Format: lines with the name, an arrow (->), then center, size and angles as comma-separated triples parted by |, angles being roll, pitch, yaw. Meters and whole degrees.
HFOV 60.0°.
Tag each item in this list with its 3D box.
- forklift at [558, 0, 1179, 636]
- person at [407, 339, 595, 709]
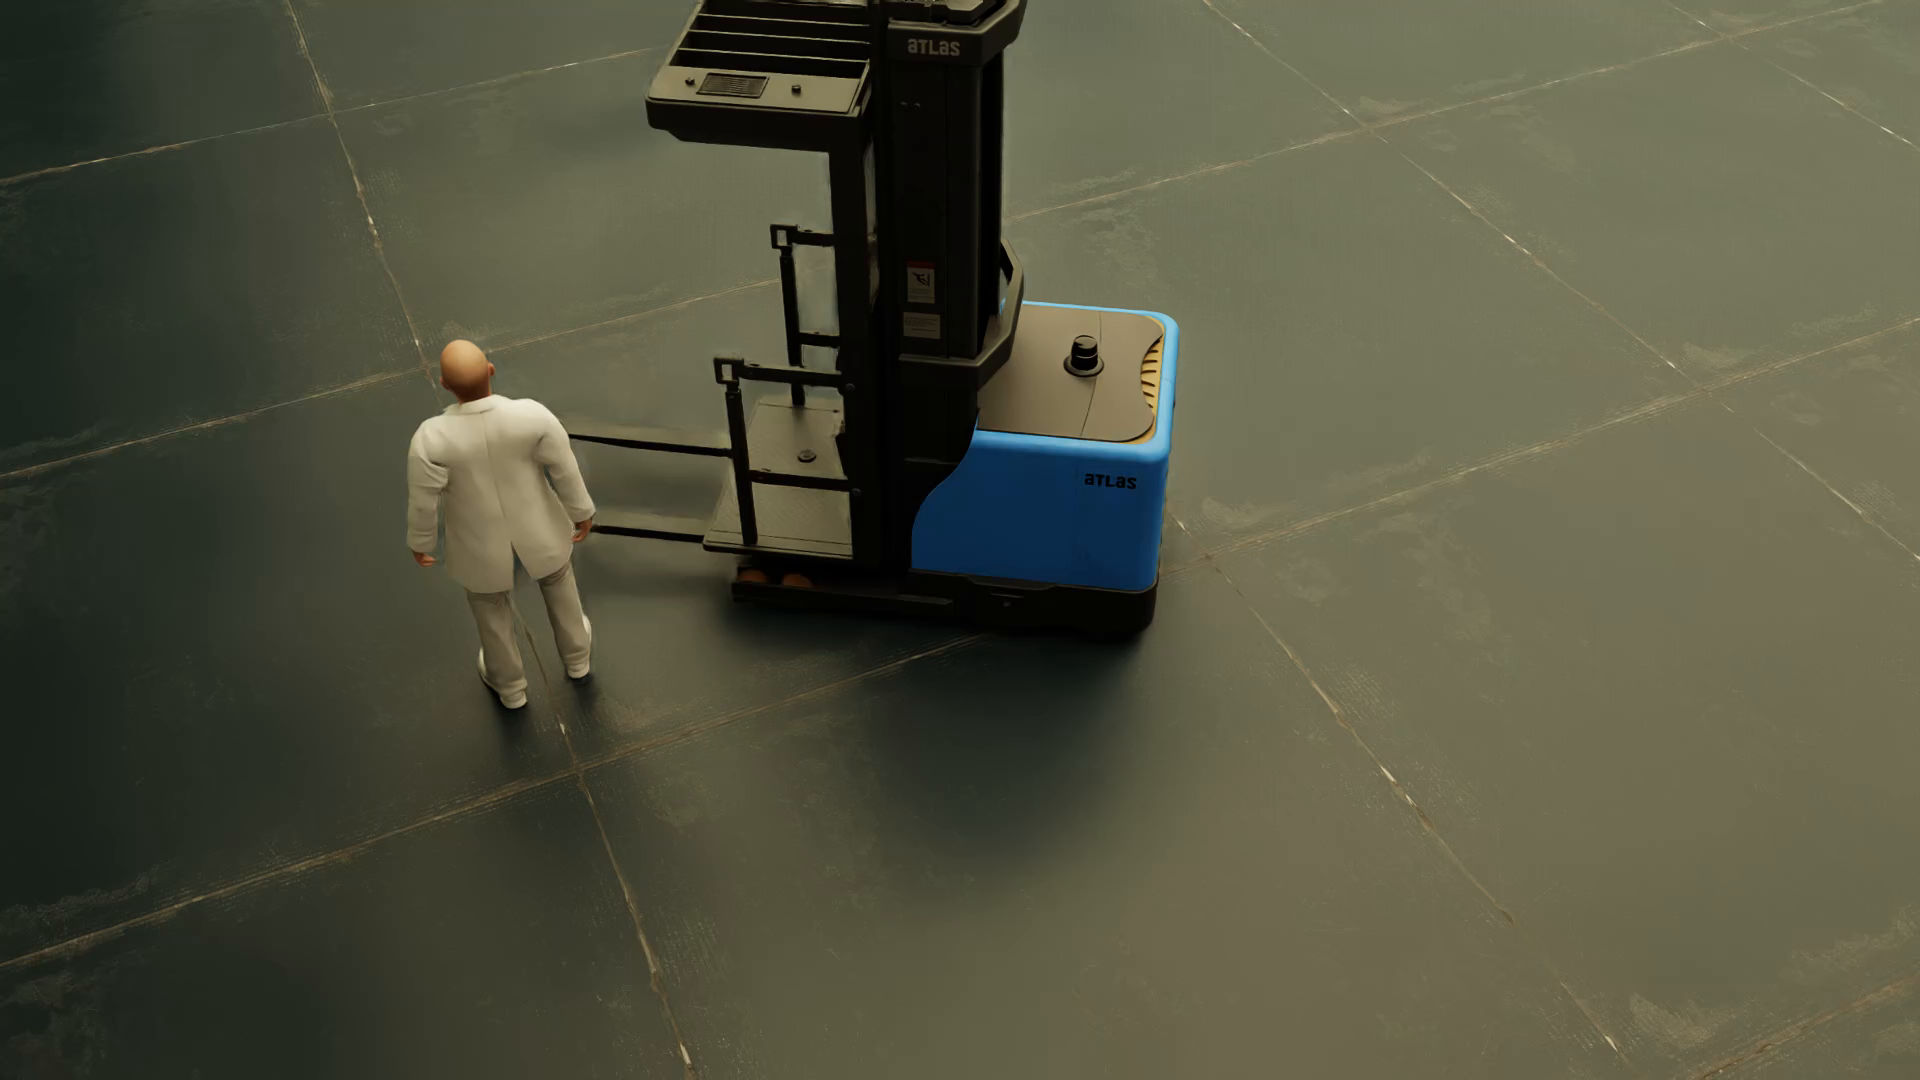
forklift -> -0.585, -1.109, 6.869 | 3.031, 2.935, 1.130 | 6, 43, 6
person -> -1.837, -0.091, 6.637 | 0.724, 1.766, 0.440 | -16, 45, -16
